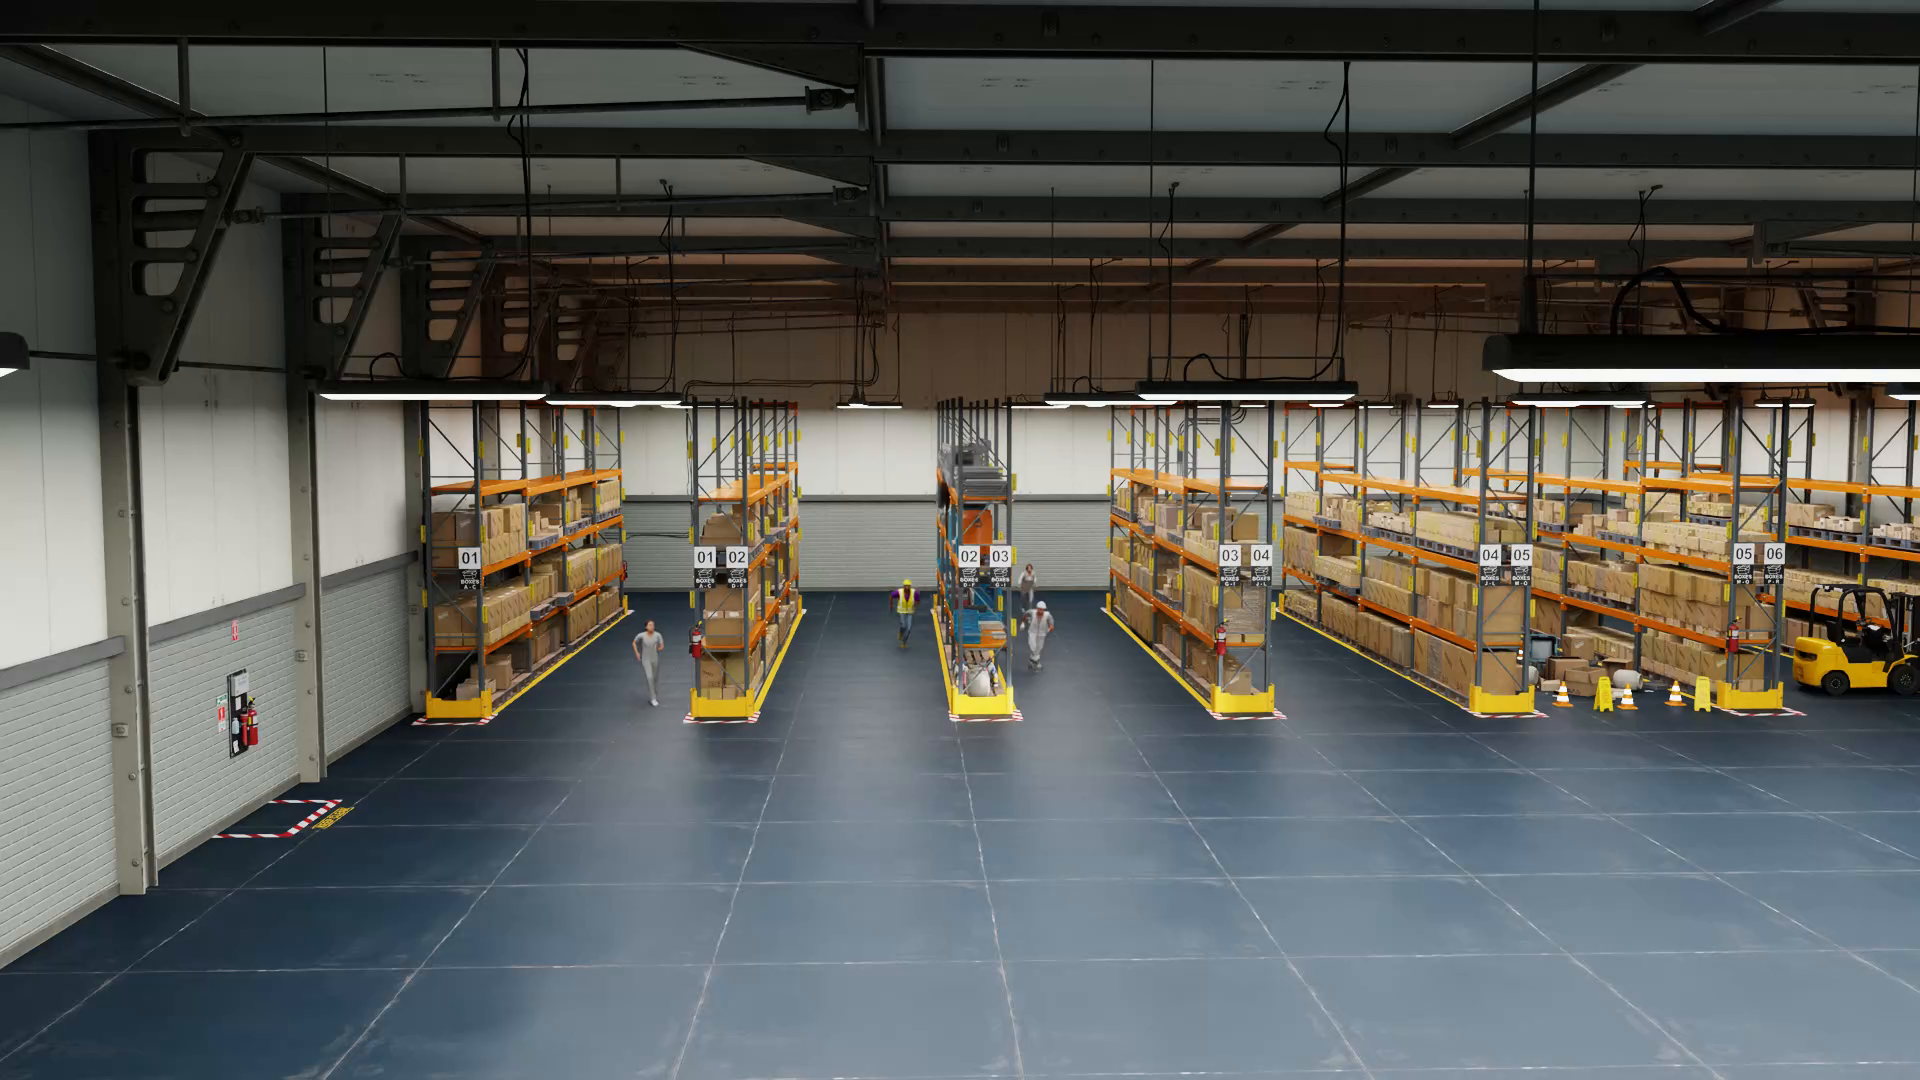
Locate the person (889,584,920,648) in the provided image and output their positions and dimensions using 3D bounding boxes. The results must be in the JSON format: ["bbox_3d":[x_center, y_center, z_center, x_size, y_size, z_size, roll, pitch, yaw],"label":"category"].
[{"bbox_3d":[-1.314,1.804,40.176,0.690,1.646,0.712,-1,5,-16],"label":"person"}]

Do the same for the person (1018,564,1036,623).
[{"bbox_3d":[1.833,1.425,45.575,0.544,1.583,1.002,-1,4,-11],"label":"person"}]

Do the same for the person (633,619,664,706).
[{"bbox_3d":[-6.063,2.358,32.447,0.577,1.647,0.993,-2,5,-27],"label":"person"}]

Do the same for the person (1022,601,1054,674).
[{"bbox_3d":[1.698,2.090,36.388,0.663,1.590,1.056,0,4,-6],"label":"person"}]
